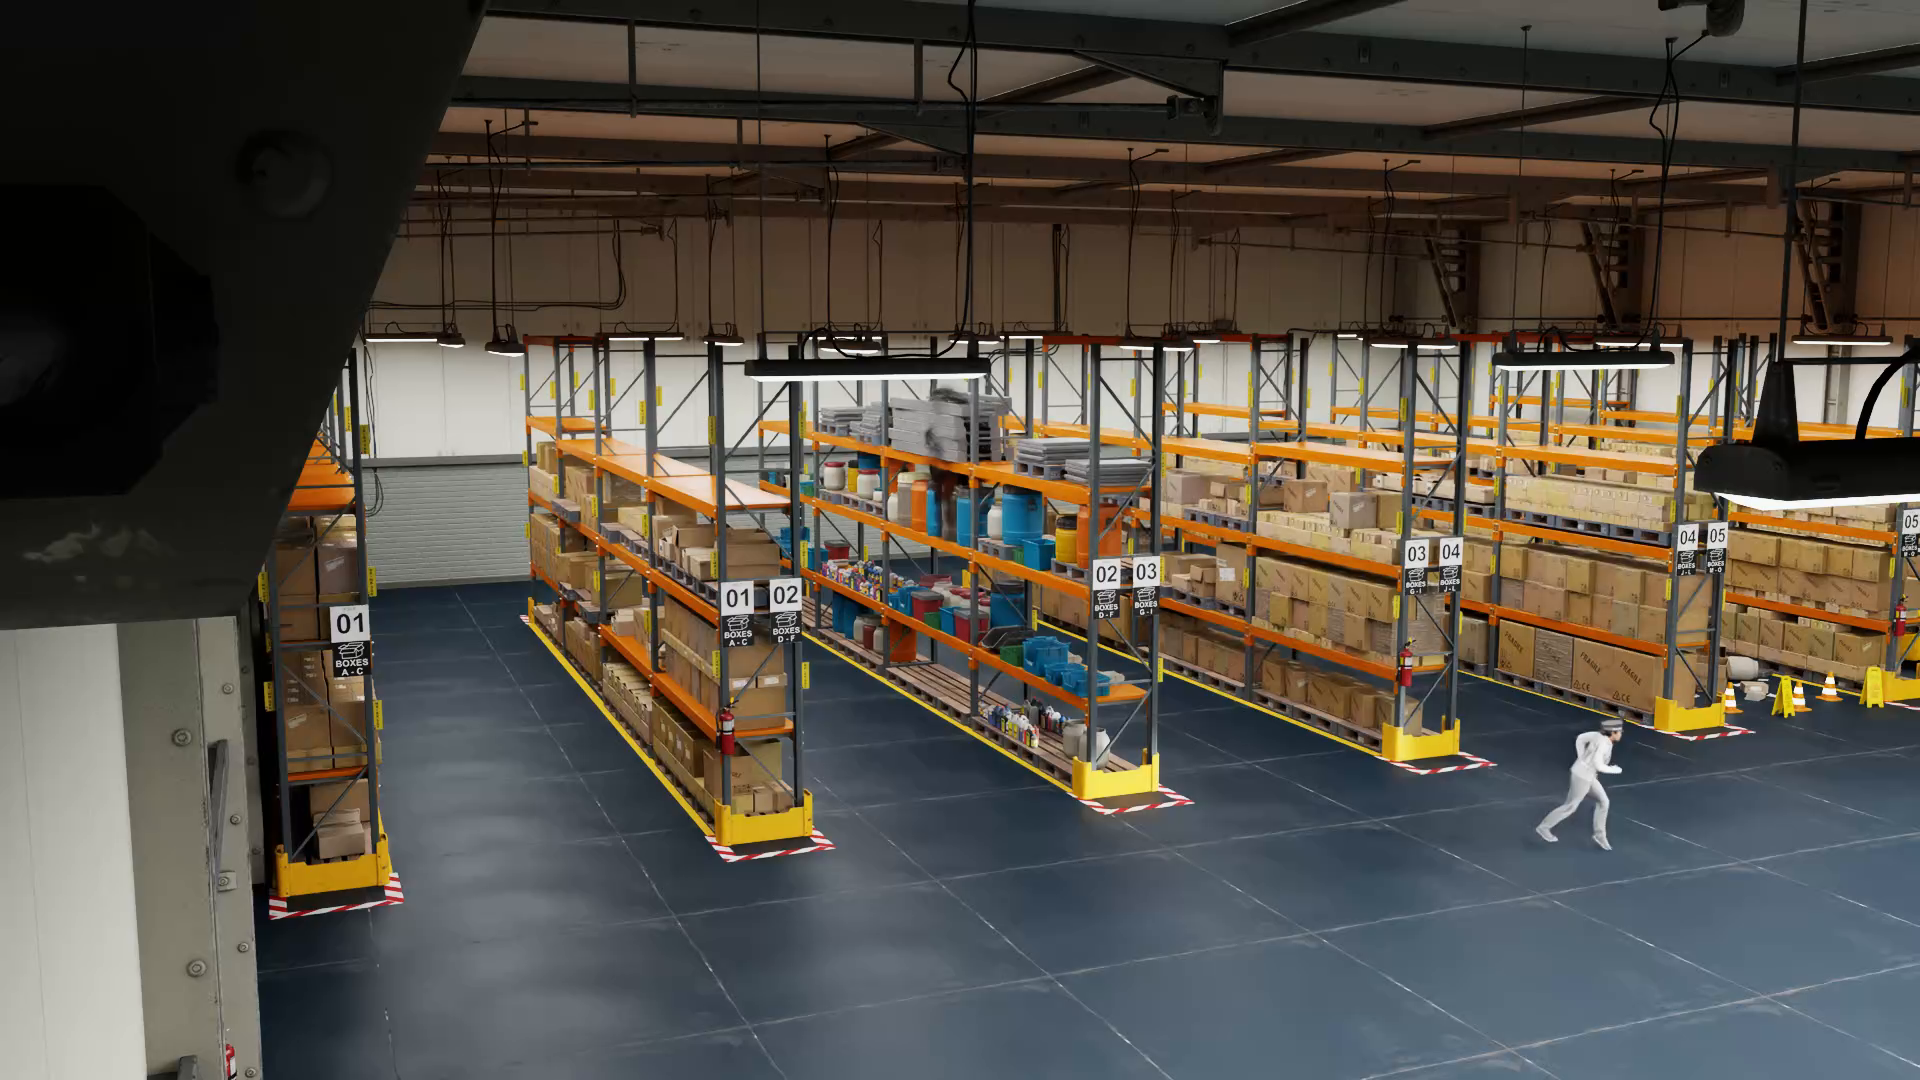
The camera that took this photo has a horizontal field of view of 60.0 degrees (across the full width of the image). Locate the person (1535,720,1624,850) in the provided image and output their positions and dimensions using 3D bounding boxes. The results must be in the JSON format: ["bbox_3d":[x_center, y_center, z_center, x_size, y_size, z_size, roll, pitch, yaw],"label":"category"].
[{"bbox_3d":[7.428,2.934,19.967,0.955,1.621,0.656,2,8,12],"label":"person"}]
